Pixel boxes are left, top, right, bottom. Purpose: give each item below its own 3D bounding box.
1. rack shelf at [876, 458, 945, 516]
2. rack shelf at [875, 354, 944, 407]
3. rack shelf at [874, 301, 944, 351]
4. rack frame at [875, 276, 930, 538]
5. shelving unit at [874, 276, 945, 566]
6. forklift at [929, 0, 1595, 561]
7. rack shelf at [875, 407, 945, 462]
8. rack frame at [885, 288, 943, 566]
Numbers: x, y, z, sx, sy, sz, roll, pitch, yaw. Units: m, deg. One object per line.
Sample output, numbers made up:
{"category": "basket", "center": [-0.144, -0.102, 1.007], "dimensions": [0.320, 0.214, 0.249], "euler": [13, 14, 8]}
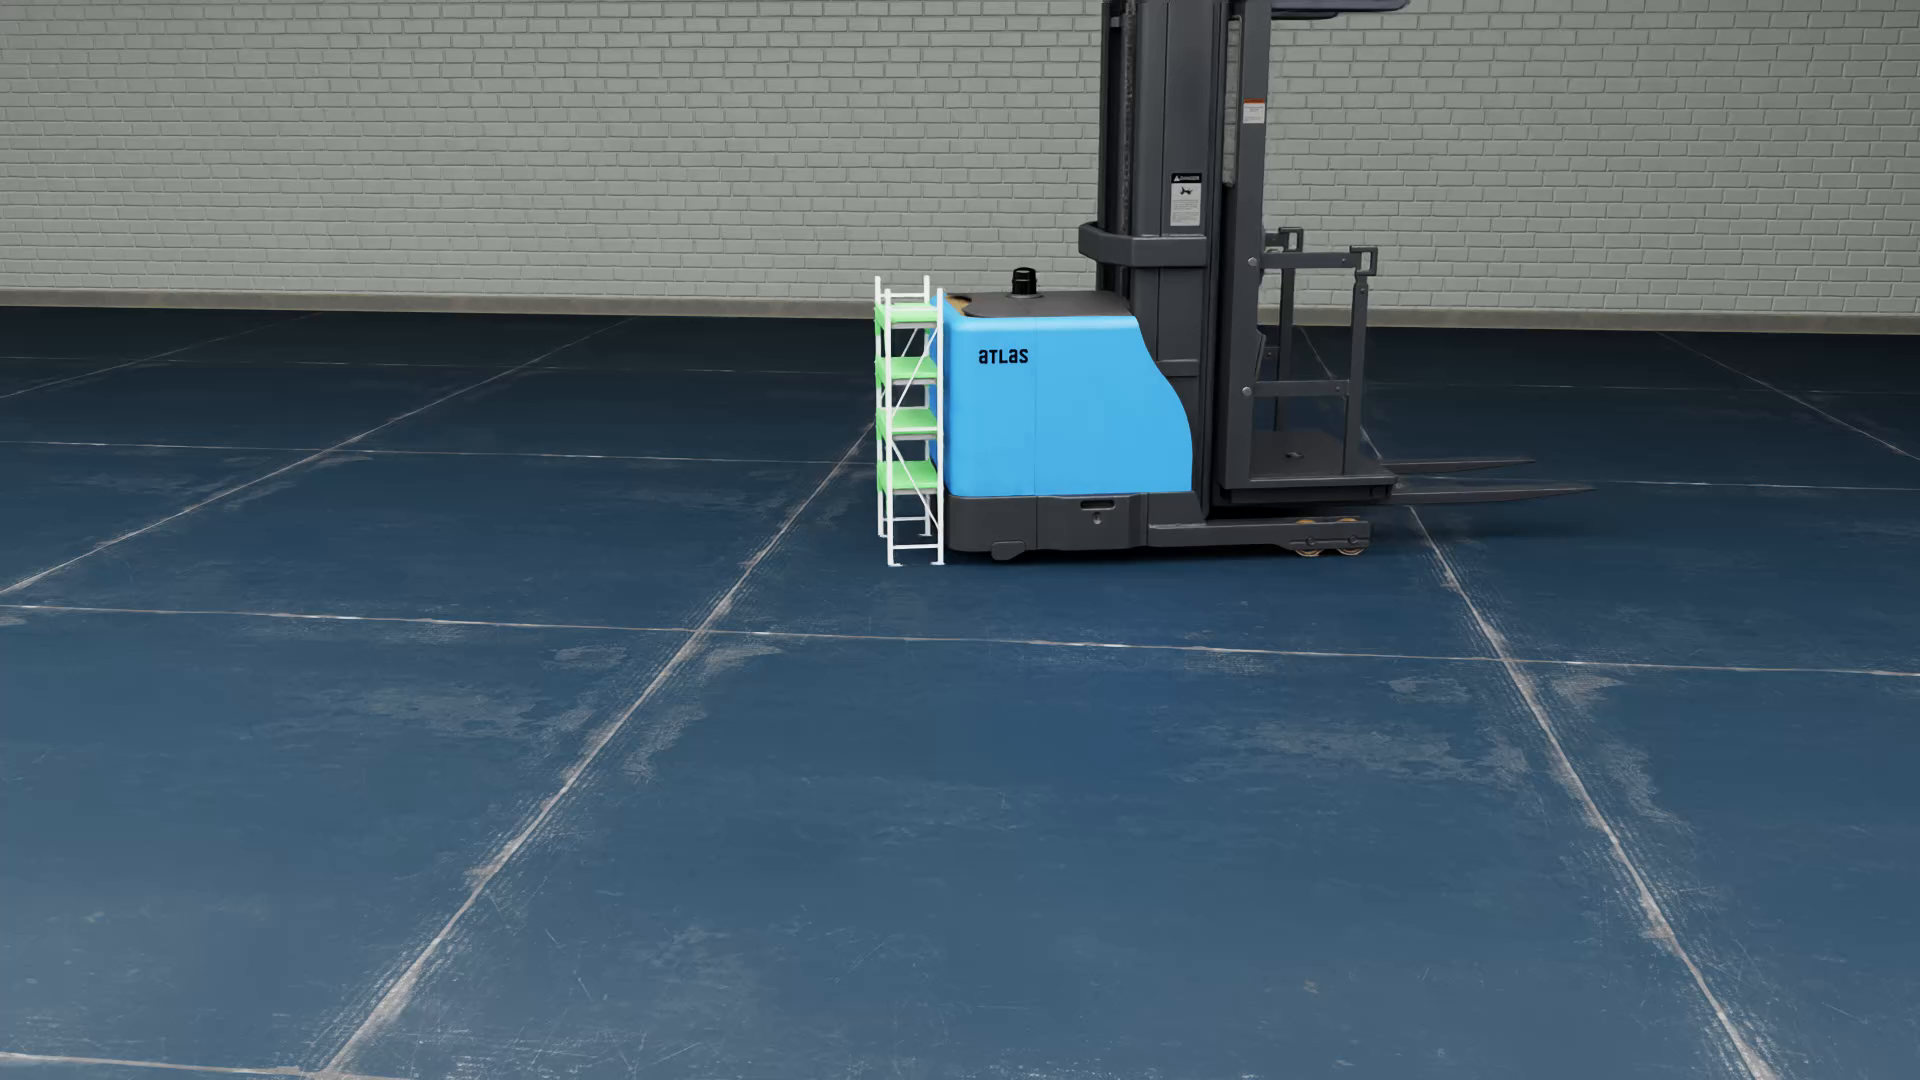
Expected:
{"category": "rack shelf", "center": [-0.226, -0.240, 7.415], "dimensions": [0.258, 0.148, 0.480], "euler": [-2, 15, -7]}
{"category": "rack shelf", "center": [-0.226, -0.703, 7.289], "dimensions": [0.258, 0.148, 0.480], "euler": [-2, 15, -7]}
{"category": "rack shelf", "center": [-0.226, -0.935, 7.227], "dimensions": [0.258, 0.148, 0.480], "euler": [-2, 15, -7]}
{"category": "rack frame", "center": [-0.258, -0.596, 7.569], "dimensions": [0.240, 1.200, 0.015], "euler": [-2, 15, -7]}
{"category": "shelving unit", "center": [-0.226, -0.533, 7.335], "dimensions": [0.258, 1.200, 0.503], "euler": [-2, 15, -7]}
{"category": "forklift", "center": [1.396, -1.474, 7.499], "dimensions": [3.031, 2.935, 1.130], "euler": [-2, 15, -7]}
{"category": "rack shelf", "center": [-0.226, -0.471, 7.352], "dimensions": [0.258, 0.148, 0.480], "euler": [-2, 15, -7]}
{"category": "rack frame", "center": [-0.193, -0.470, 7.102], "dimensions": [0.240, 1.200, 0.015], "euler": [-2, 15, -7]}
